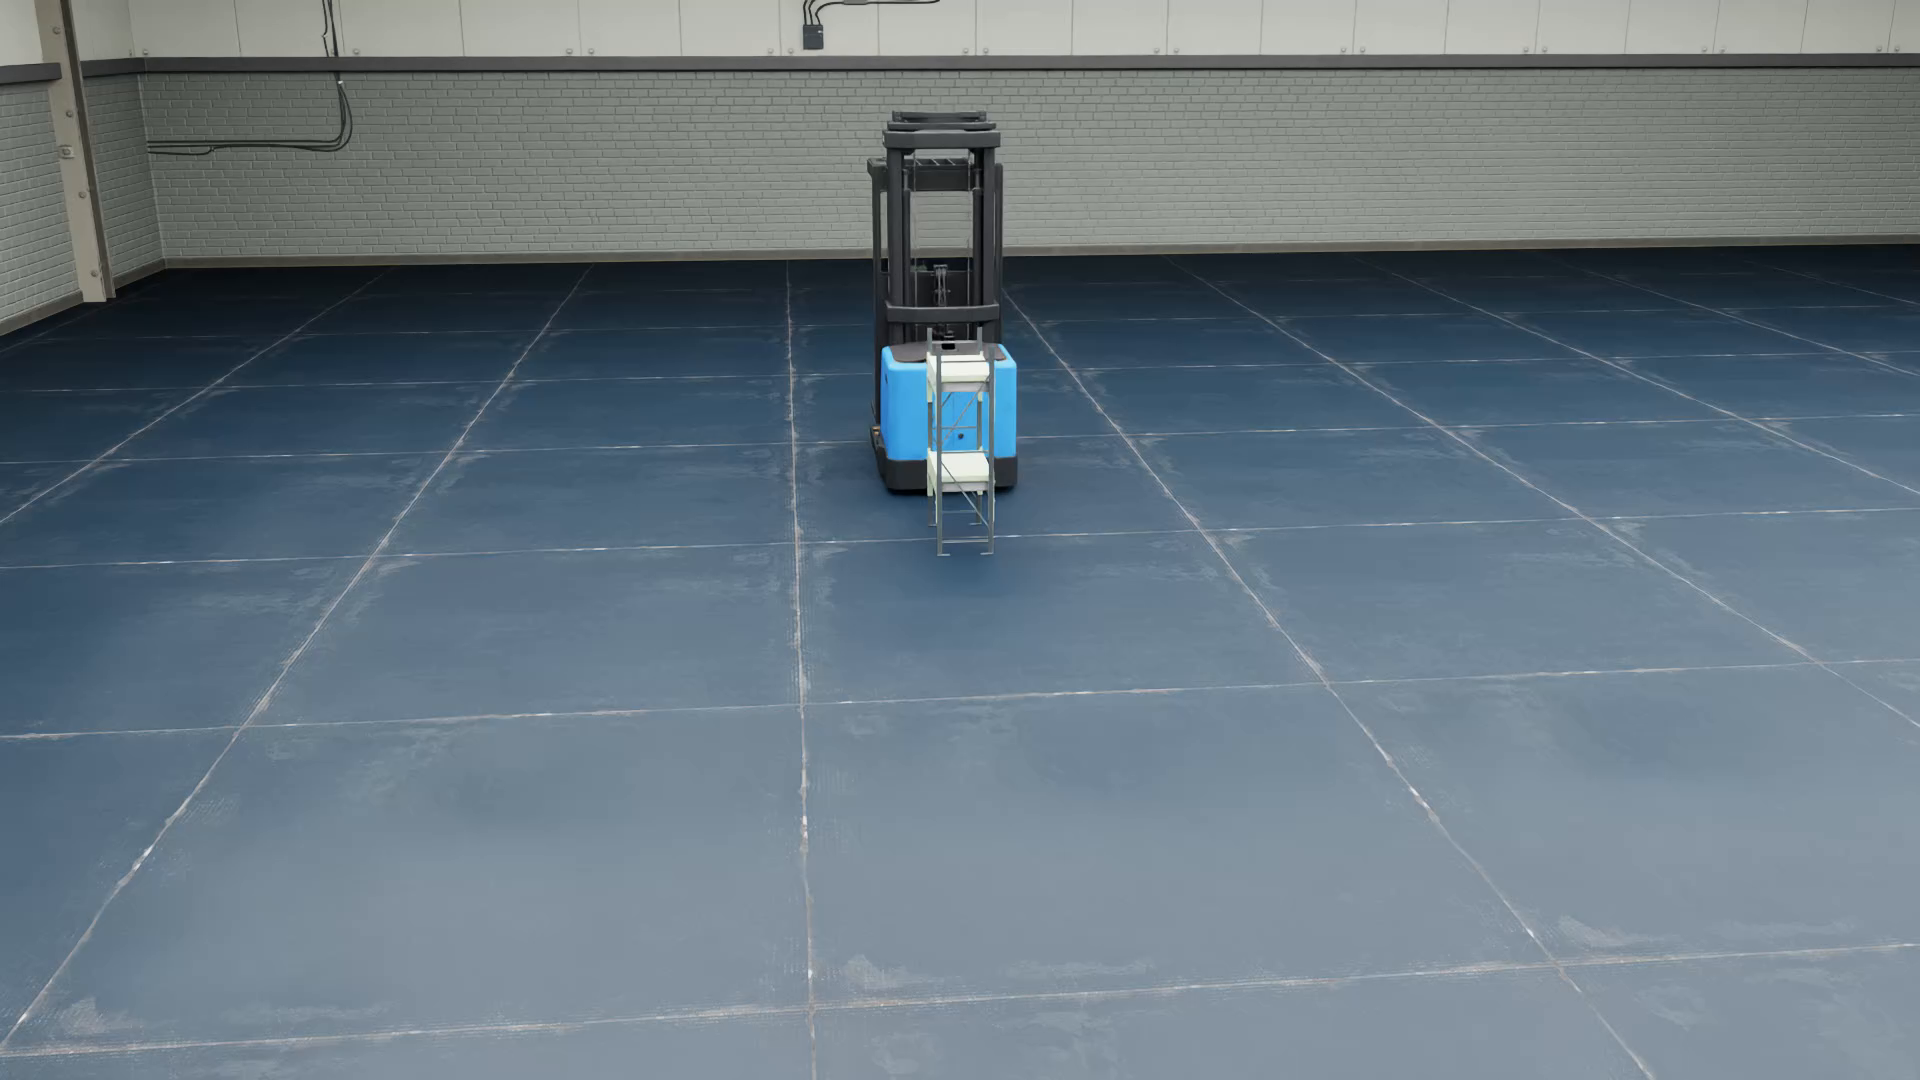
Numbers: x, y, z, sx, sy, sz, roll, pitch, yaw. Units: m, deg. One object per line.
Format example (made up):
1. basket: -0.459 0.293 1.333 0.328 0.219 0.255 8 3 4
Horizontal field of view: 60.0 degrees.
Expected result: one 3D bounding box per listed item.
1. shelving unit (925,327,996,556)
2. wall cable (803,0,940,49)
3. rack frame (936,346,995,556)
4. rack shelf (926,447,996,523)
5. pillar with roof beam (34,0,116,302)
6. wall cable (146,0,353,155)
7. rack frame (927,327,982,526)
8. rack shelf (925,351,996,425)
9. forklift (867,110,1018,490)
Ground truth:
1. shelving unit: -0.001 -0.718 11.959 0.431 1.500 0.755 -2 18 -6
2. wall cable: -1.239 -10.389 24.567 2.305 6.003 0.169 -2 18 -6
3. rack frame: 0.037 -0.609 11.611 0.400 1.500 0.023 -2 18 -6
4. rack shelf: -0.001 -0.407 12.056 0.431 0.370 0.720 -2 18 -6
5. pillar with roof beam: -7.413 -7.692 21.655 9.100 9.000 0.400 -2 18 -6
6. wall cable: -10.684 -6.996 24.623 3.097 2.526 0.112 -2 18 -6
7. rack frame: -0.038 -0.827 12.306 0.400 1.500 0.023 -2 18 -6
8. rack shelf: -0.001 -1.090 11.842 0.431 0.370 0.720 -2 18 -6
9. forklift: -0.214 -2.194 14.272 1.130 2.935 3.031 -2 18 -6
